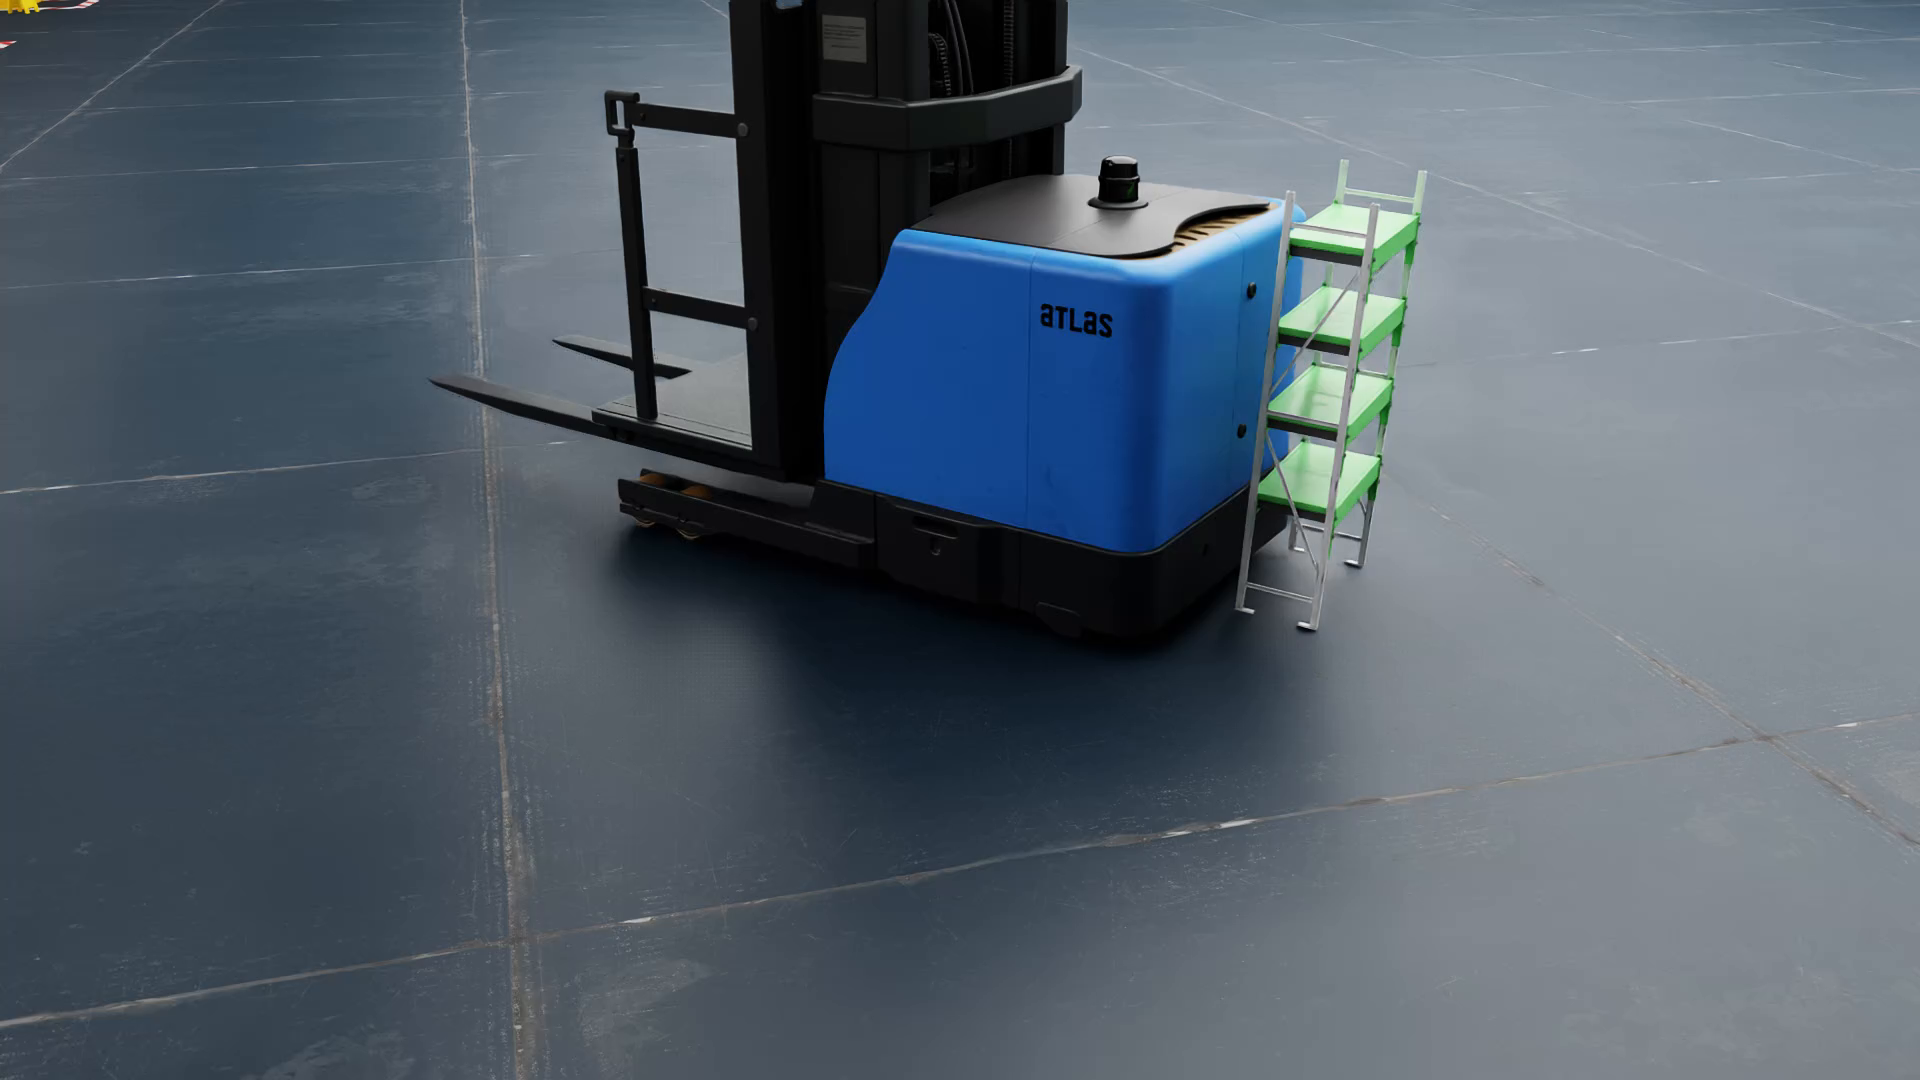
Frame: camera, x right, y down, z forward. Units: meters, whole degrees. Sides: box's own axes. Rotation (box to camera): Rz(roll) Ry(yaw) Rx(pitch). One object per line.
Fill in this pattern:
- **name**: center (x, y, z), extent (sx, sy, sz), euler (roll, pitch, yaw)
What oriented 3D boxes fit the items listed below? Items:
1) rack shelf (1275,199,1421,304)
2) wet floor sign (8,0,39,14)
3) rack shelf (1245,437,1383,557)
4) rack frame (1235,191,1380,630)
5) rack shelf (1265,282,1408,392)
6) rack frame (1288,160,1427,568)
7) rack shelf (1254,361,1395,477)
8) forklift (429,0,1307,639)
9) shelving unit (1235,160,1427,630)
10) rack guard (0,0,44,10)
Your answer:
- **rack shelf**: center (1.052, -0.785, 4.488), extent (0.258, 0.148, 0.480), euler (14, 27, 24)
- **wet floor sign**: center (-11.329, -6.679, 19.998), extent (0.232, 0.644, 0.267), euler (2, 23, 4)
- **rack shelf**: center (1.022, -0.130, 4.787), extent (0.258, 0.148, 0.480), euler (14, 27, 24)
- **rack frame**: center (0.920, -0.322, 4.463), extent (0.240, 1.200, 0.015), euler (14, 27, 24)
- **rack shelf**: center (1.042, -0.567, 4.588), extent (0.258, 0.148, 0.480), euler (14, 27, 24)
- **rack frame**: center (1.149, -0.492, 4.859), extent (0.240, 1.200, 0.015), euler (14, 27, 24)
- **rack shelf**: center (1.032, -0.349, 4.687), extent (0.258, 0.148, 0.480), euler (14, 27, 24)
- **forklift**: center (-0.490, -1.507, 5.045), extent (3.031, 2.935, 1.130), euler (15, 27, 31)
- **shelving unit**: center (1.035, -0.407, 4.661), extent (0.258, 1.200, 0.503), euler (14, 27, 24)
- **rack guard**: center (-11.874, -6.990, 20.908), extent (0.348, 0.500, 1.175), euler (-6, 24, -14)
